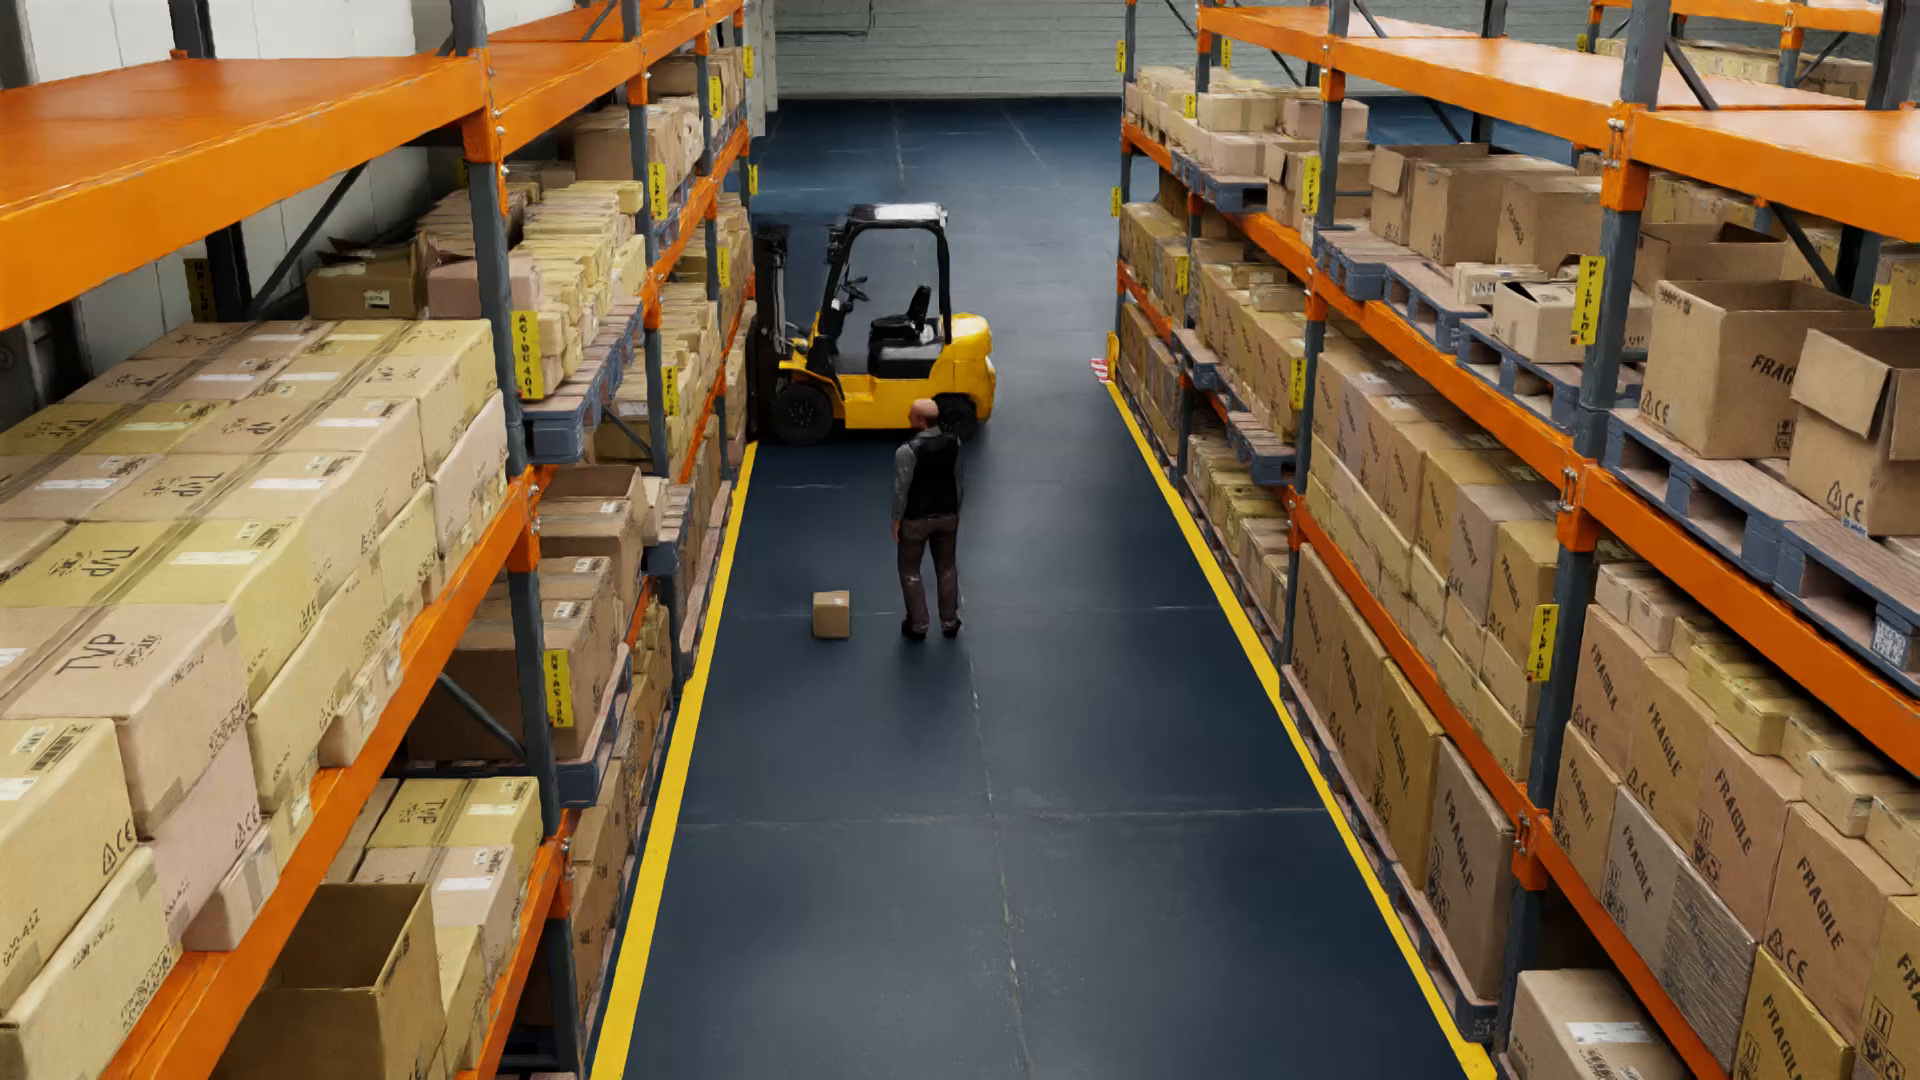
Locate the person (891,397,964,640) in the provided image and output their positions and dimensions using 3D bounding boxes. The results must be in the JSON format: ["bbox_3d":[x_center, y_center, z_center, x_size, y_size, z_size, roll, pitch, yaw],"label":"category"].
[{"bbox_3d":[-0.225,-0.150,11.474,0.555,1.723,0.362,-11,23,-27],"label":"person"}]
